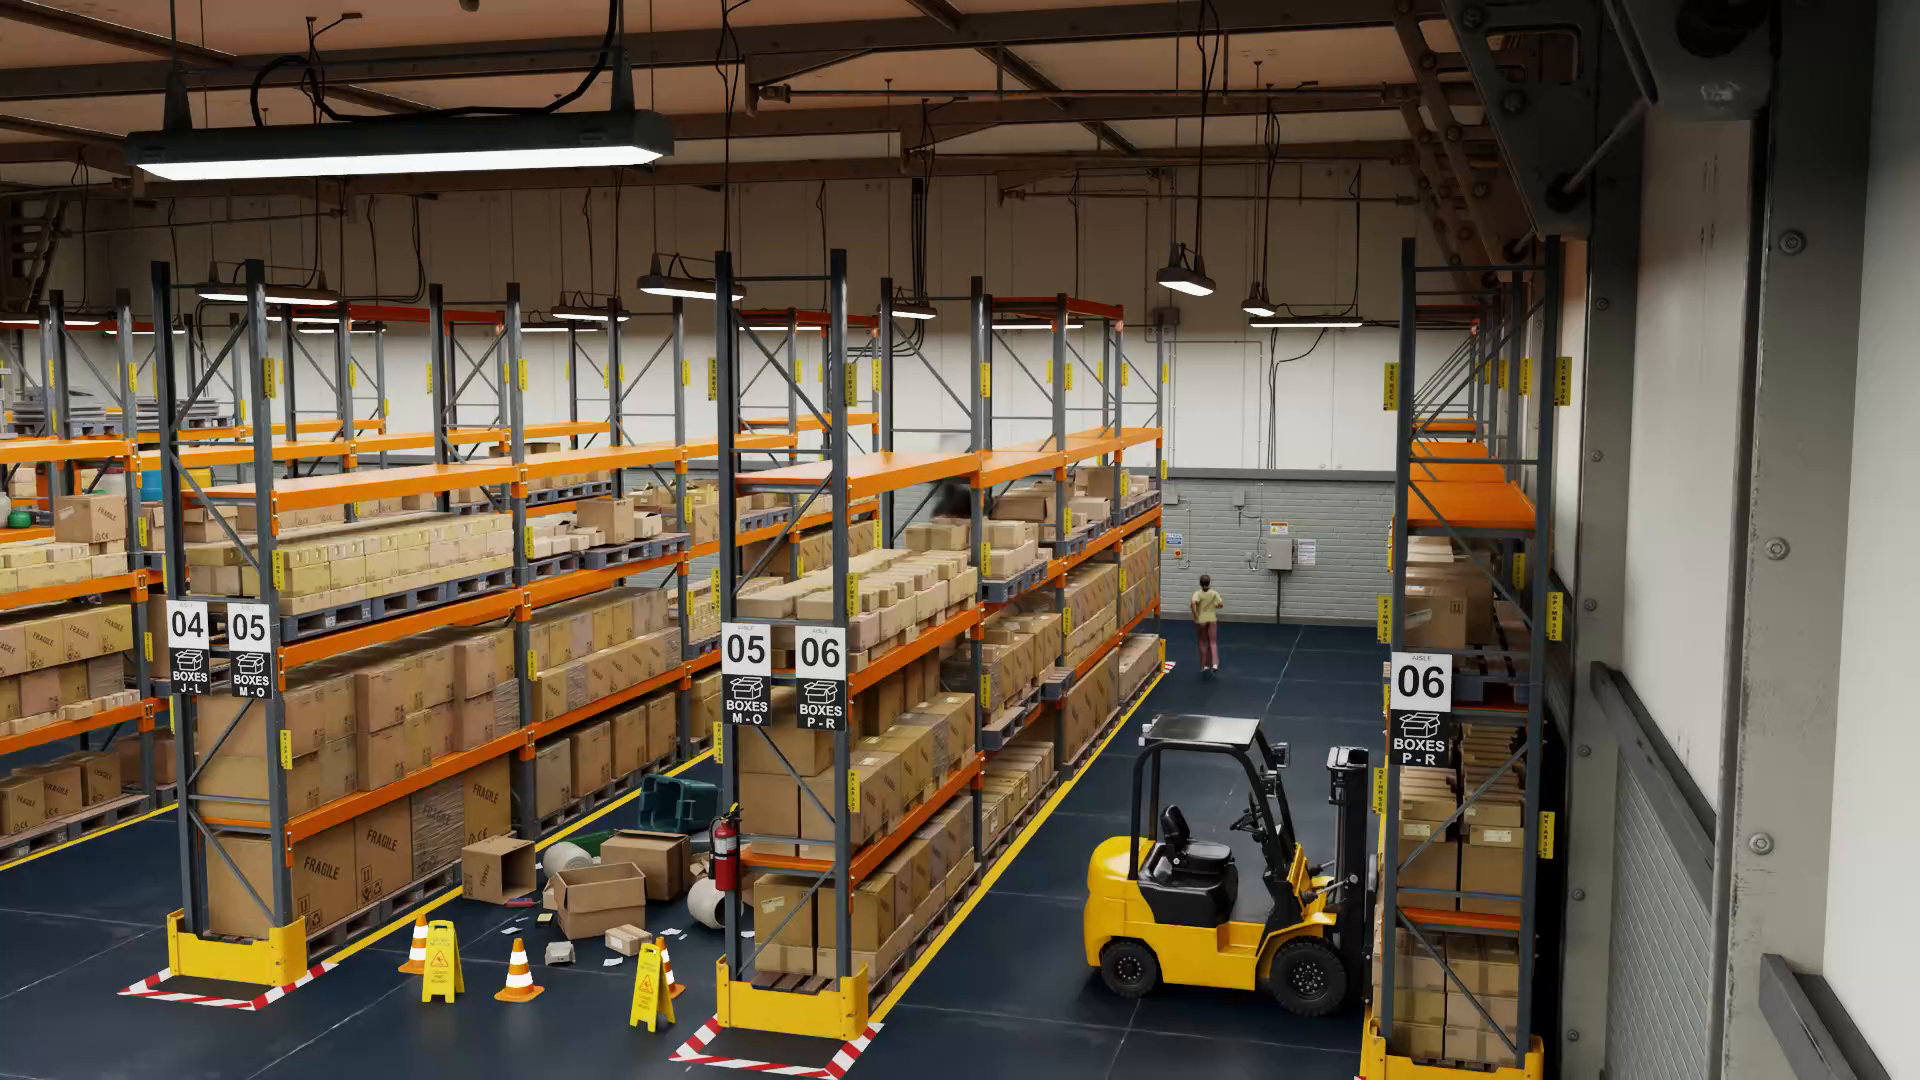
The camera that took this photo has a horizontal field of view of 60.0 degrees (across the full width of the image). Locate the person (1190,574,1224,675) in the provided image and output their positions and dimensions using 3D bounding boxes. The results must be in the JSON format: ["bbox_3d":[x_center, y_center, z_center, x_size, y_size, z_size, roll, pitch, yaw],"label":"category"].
[{"bbox_3d":[4.072,1.412,27.556,0.585,1.688,0.846,0,6,0],"label":"person"}]
